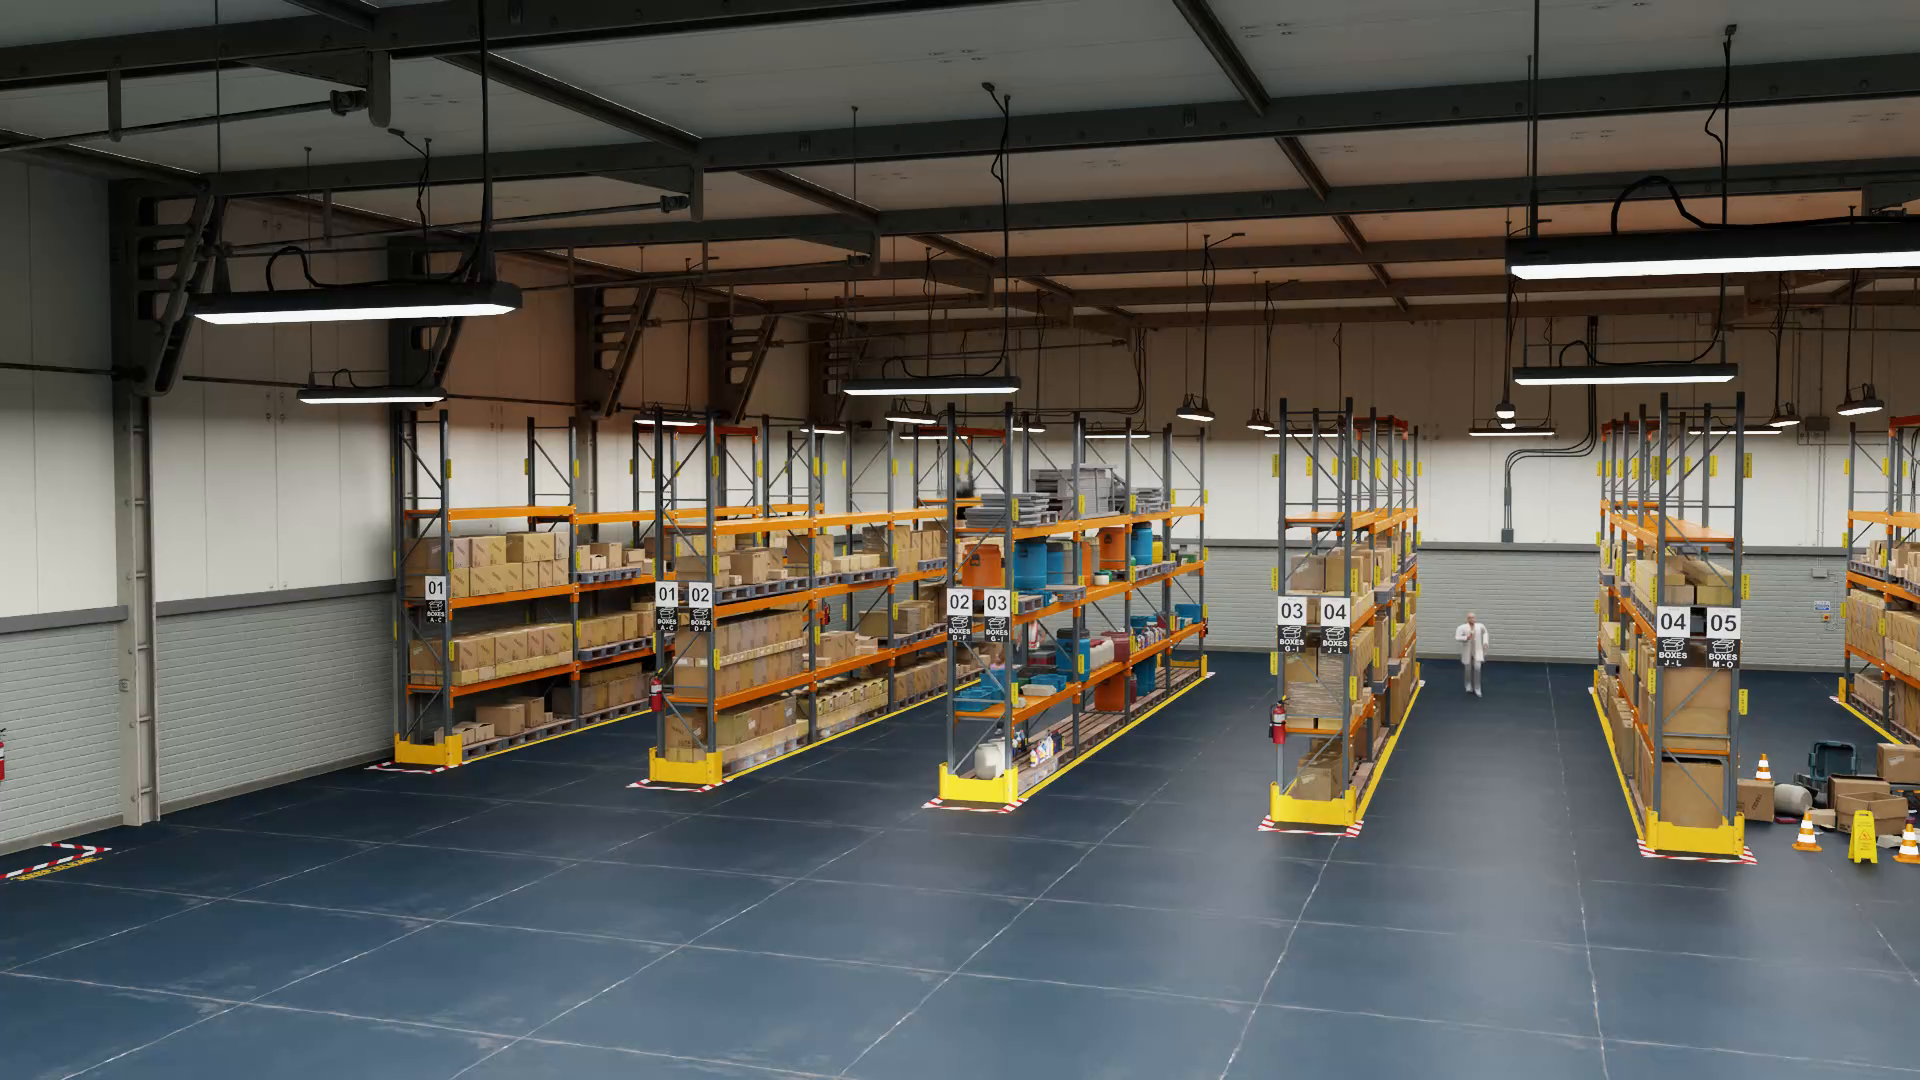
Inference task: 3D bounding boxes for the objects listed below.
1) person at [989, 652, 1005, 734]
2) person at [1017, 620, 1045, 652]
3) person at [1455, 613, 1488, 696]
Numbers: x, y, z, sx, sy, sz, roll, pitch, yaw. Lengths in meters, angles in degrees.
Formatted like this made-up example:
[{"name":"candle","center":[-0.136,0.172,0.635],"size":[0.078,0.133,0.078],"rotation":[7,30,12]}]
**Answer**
[{"name":"person","center":[0.700,2.882,31.262],"size":[0.532,1.550,0.546],"rotation":[1,3,18]},{"name":"person","center":[1.619,2.508,37.969],"size":[0.658,1.737,0.600],"rotation":[0,2,5]},{"name":"person","center":[11.317,2.499,36.793],"size":[0.705,1.787,1.048],"rotation":[1,3,13]}]
